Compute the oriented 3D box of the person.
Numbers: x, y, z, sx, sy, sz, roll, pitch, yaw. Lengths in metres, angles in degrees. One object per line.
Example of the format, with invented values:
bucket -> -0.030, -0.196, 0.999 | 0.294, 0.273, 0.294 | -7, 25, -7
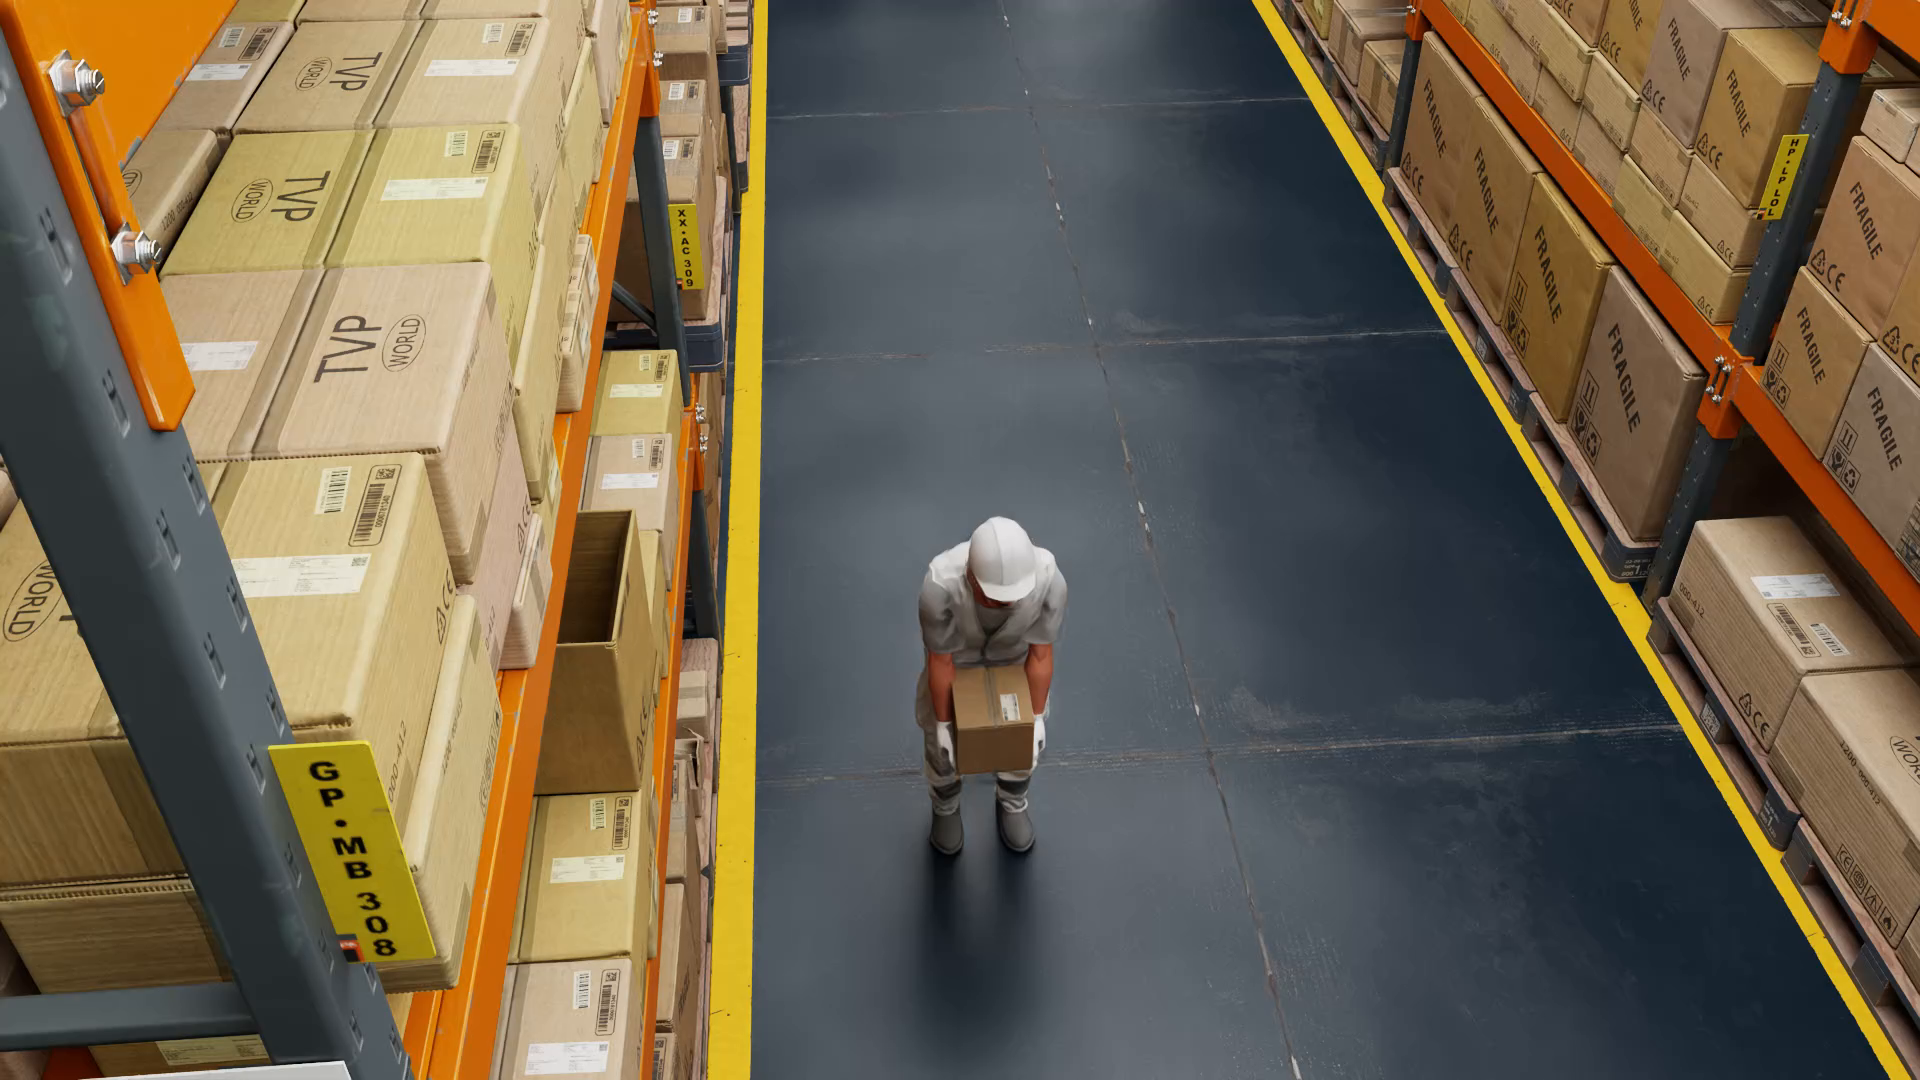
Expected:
person -> 0.096, 0.444, 5.630 | 0.488, 1.726, 0.602 | -4, 39, -5
